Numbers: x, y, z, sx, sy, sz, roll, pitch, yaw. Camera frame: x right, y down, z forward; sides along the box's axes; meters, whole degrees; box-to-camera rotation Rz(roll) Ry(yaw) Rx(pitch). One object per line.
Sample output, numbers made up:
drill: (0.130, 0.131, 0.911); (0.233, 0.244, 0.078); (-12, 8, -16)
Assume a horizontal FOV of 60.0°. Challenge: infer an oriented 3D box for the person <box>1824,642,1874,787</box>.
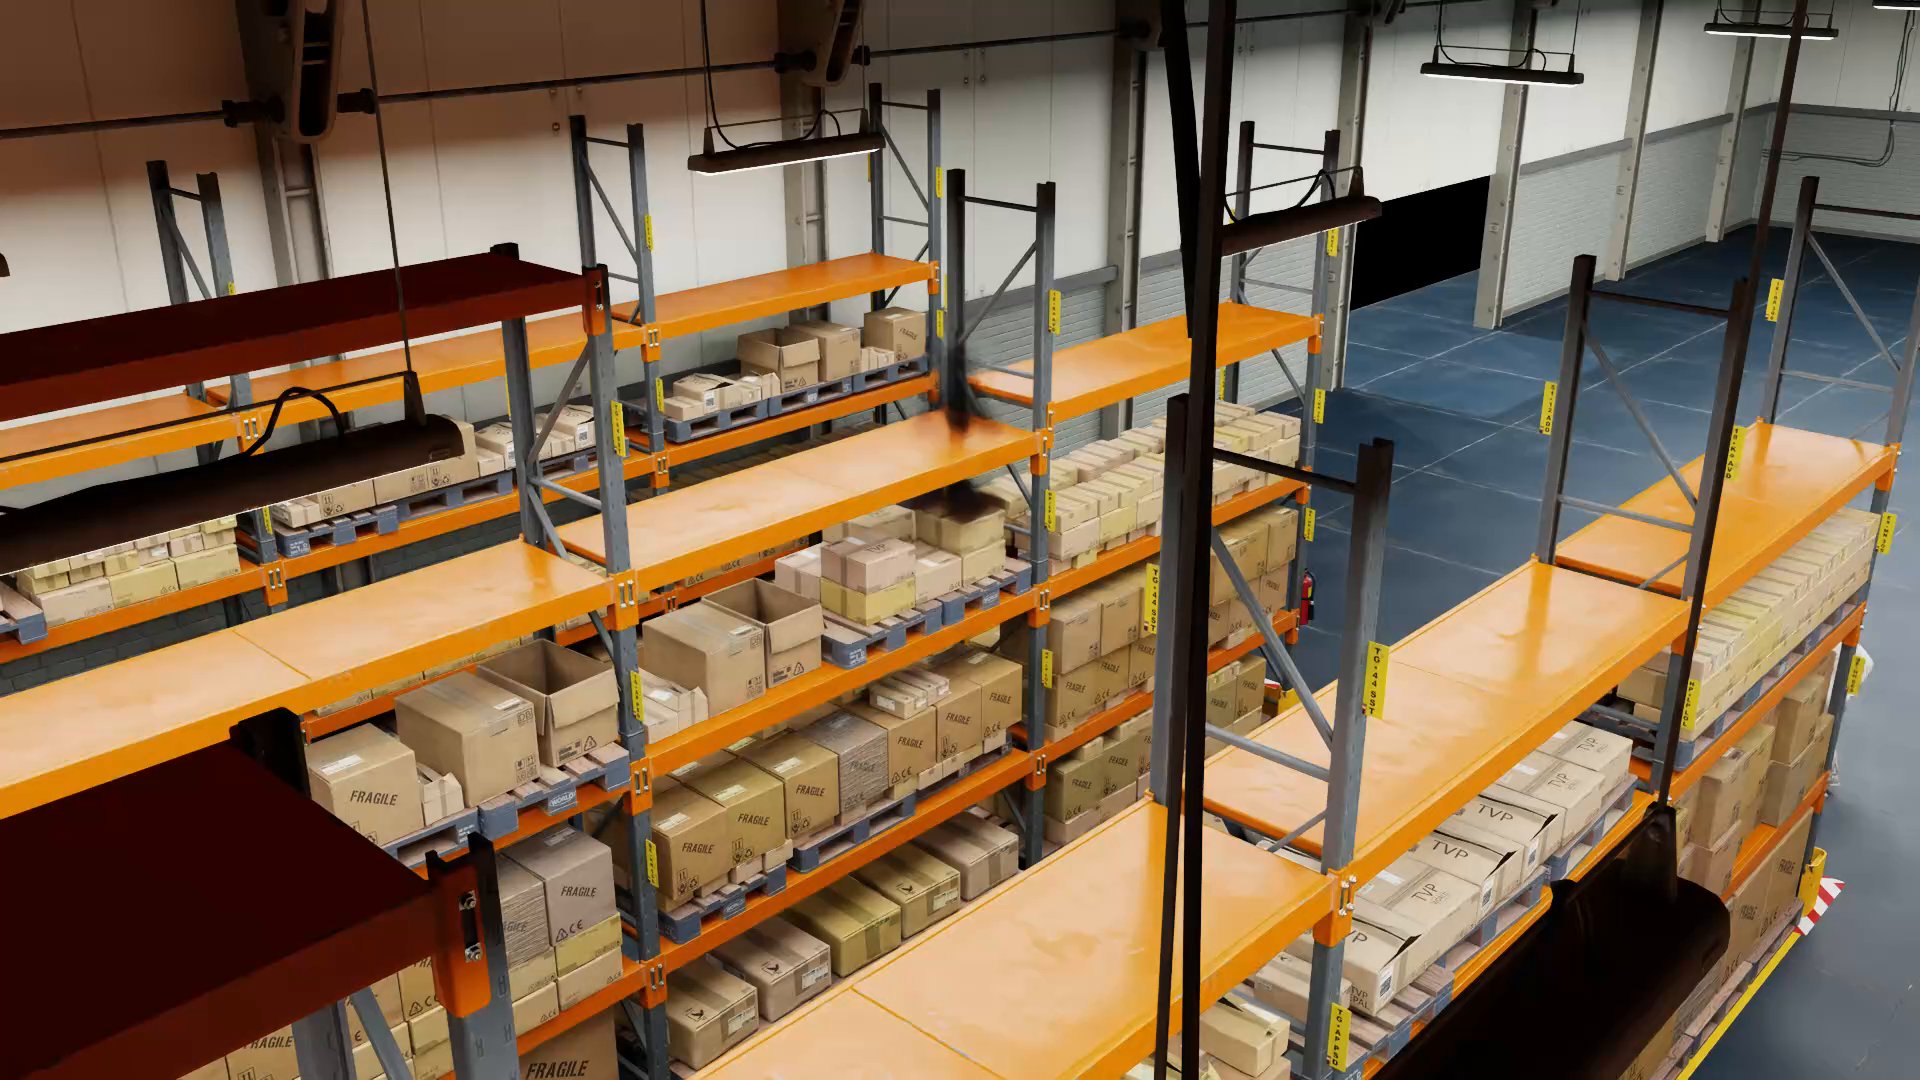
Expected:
person: (8.296, 1.533, 15.857); (0.632, 1.670, 0.869); (-2, 21, -6)
